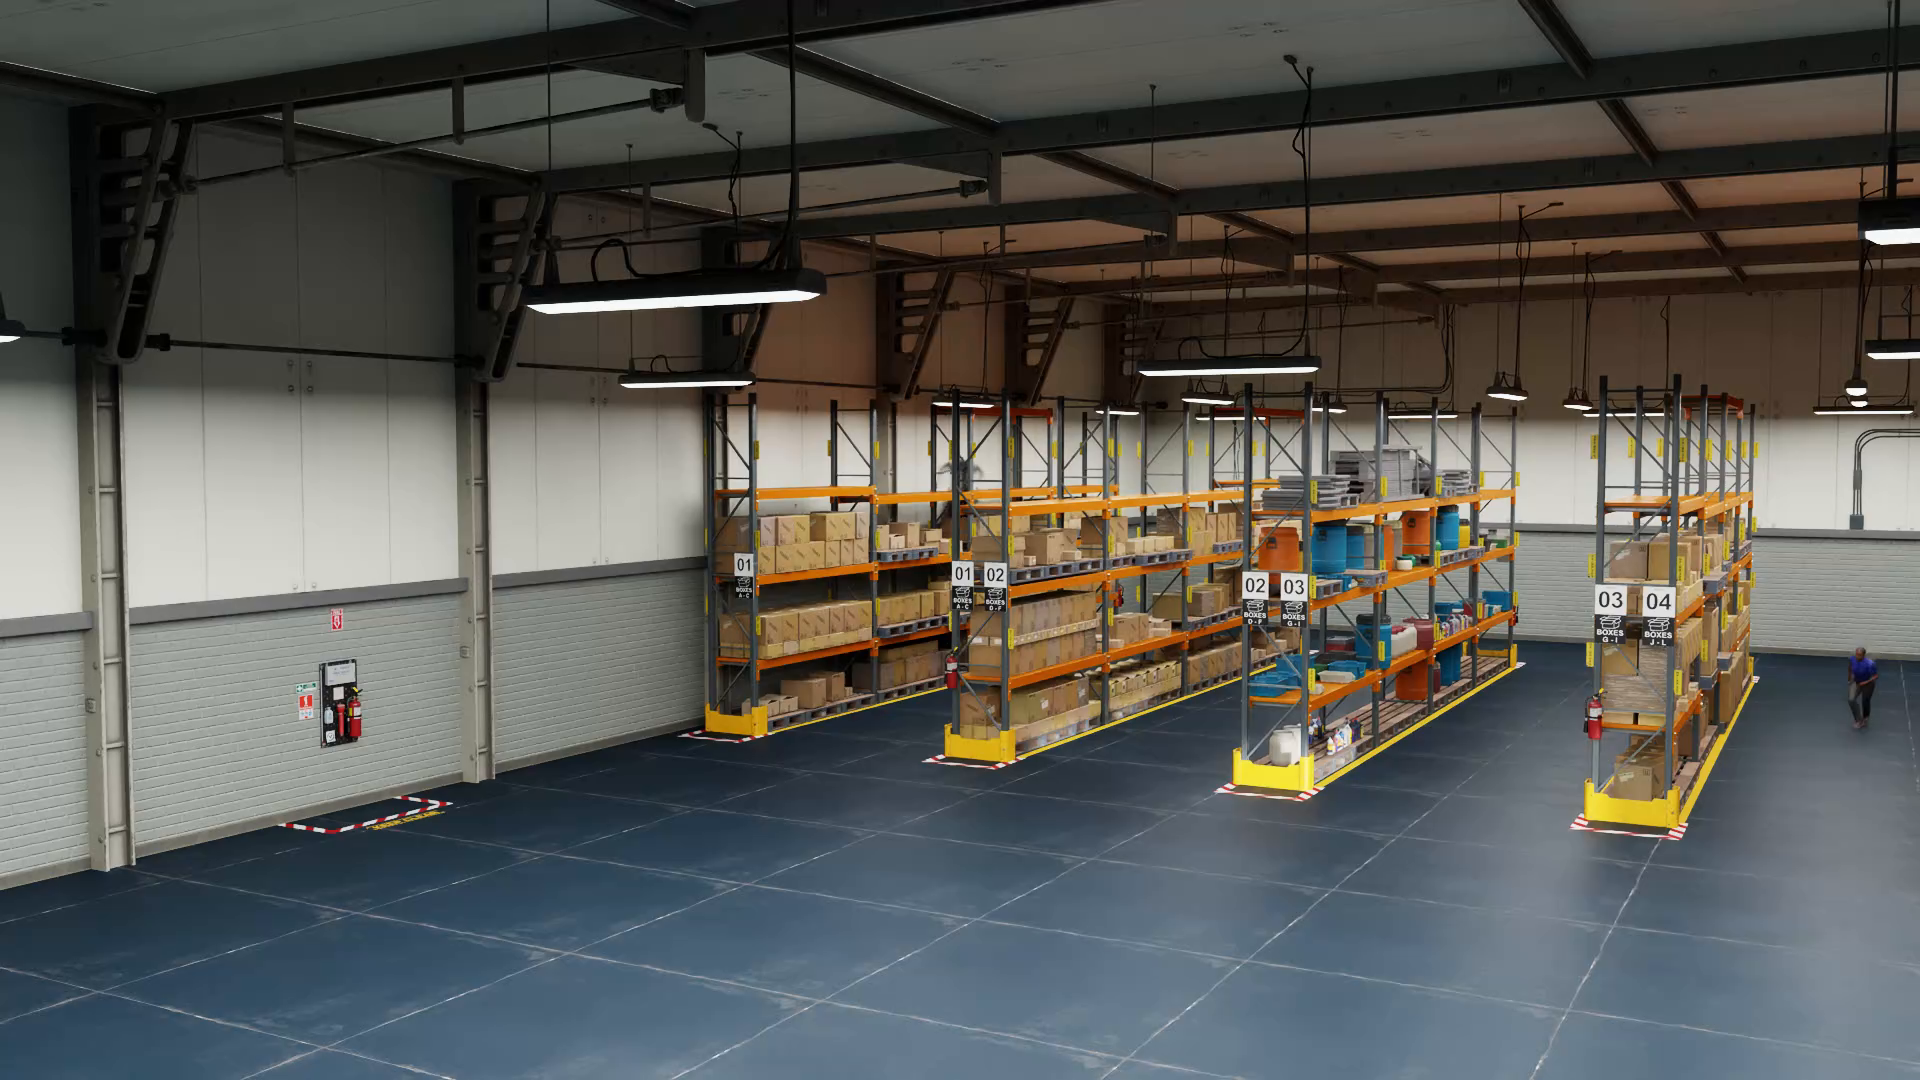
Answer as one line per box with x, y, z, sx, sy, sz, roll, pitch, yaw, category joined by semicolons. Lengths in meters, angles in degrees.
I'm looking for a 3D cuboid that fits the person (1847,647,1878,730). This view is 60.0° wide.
16.300;2.643;29.965;0.556;1.501;1.031;3;4;44;person
